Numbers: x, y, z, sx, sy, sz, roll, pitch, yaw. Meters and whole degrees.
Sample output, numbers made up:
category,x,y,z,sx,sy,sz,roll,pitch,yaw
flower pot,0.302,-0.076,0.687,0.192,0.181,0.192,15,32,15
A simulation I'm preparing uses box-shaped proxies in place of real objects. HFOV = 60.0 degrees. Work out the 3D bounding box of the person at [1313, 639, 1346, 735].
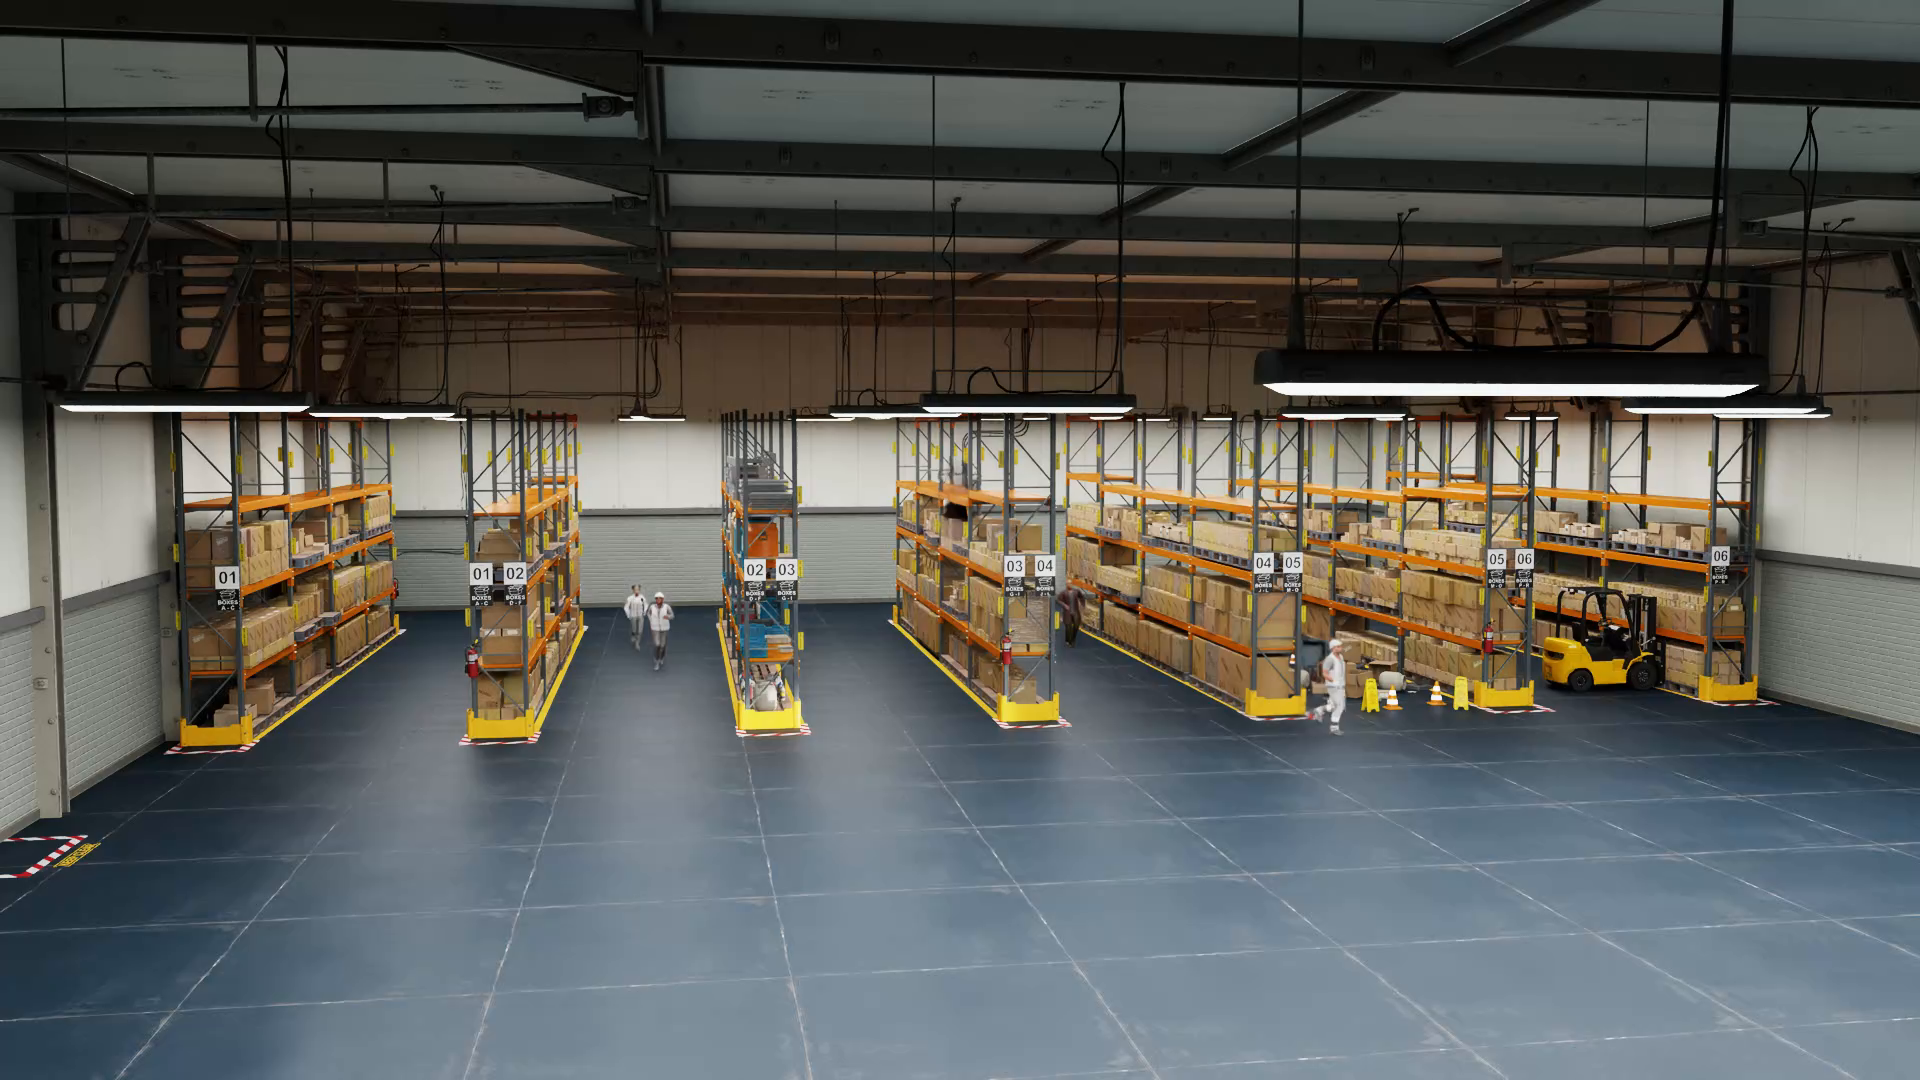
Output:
category,x,y,z,sx,sy,sz,roll,pitch,yaw
person,6.868,2.705,30.757,0.690,1.764,0.675,3,5,40

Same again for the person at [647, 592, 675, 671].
category,x,y,z,sx,sy,sz,roll,pitch,yaw
person,-7.003,2.134,38.973,0.628,1.843,0.781,-1,4,-11

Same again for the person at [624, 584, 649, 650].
category,x,y,z,sx,sy,sz,roll,pitch,yaw
person,-8.233,1.953,42.386,0.616,1.662,0.560,-1,4,-19

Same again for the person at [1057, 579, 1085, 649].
category,x,y,z,sx,sy,sz,roll,pitch,yaw
person,2.845,1.893,42.522,0.719,1.770,0.741,0,4,-3
